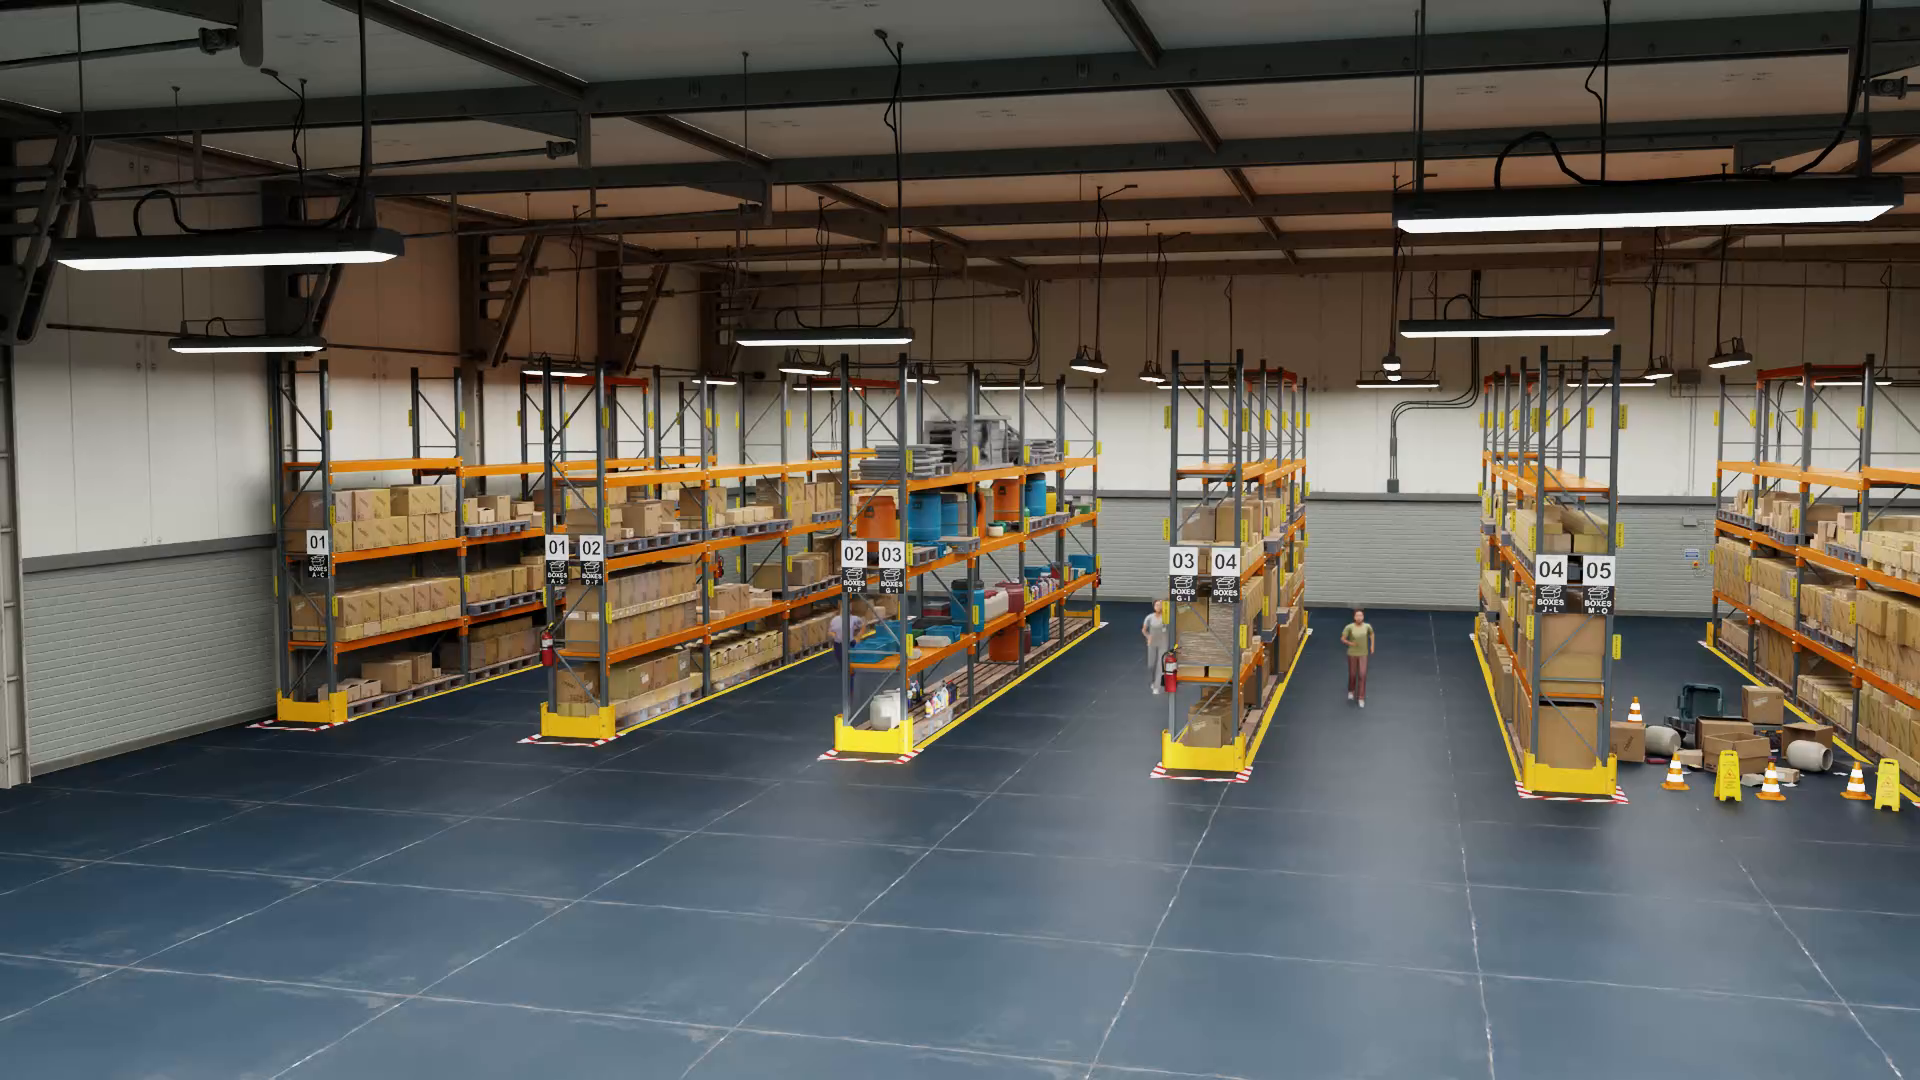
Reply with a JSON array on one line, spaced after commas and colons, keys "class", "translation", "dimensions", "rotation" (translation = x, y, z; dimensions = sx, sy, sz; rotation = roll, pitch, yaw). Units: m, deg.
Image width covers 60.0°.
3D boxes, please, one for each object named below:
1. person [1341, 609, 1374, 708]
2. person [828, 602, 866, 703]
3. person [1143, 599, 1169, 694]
[{"class": "person", "translation": [7.015, 2.056, 29.336], "dimensions": [0.594, 1.699, 0.851], "rotation": [0, 4, 7]}, {"class": "person", "translation": [-1.944, 1.891, 28.151], "dimensions": [0.583, 1.707, 0.725], "rotation": [1, 4, 16]}, {"class": "person", "translation": [3.424, 1.831, 28.692], "dimensions": [0.549, 1.636, 0.506], "rotation": [0, 4, 6]}]
